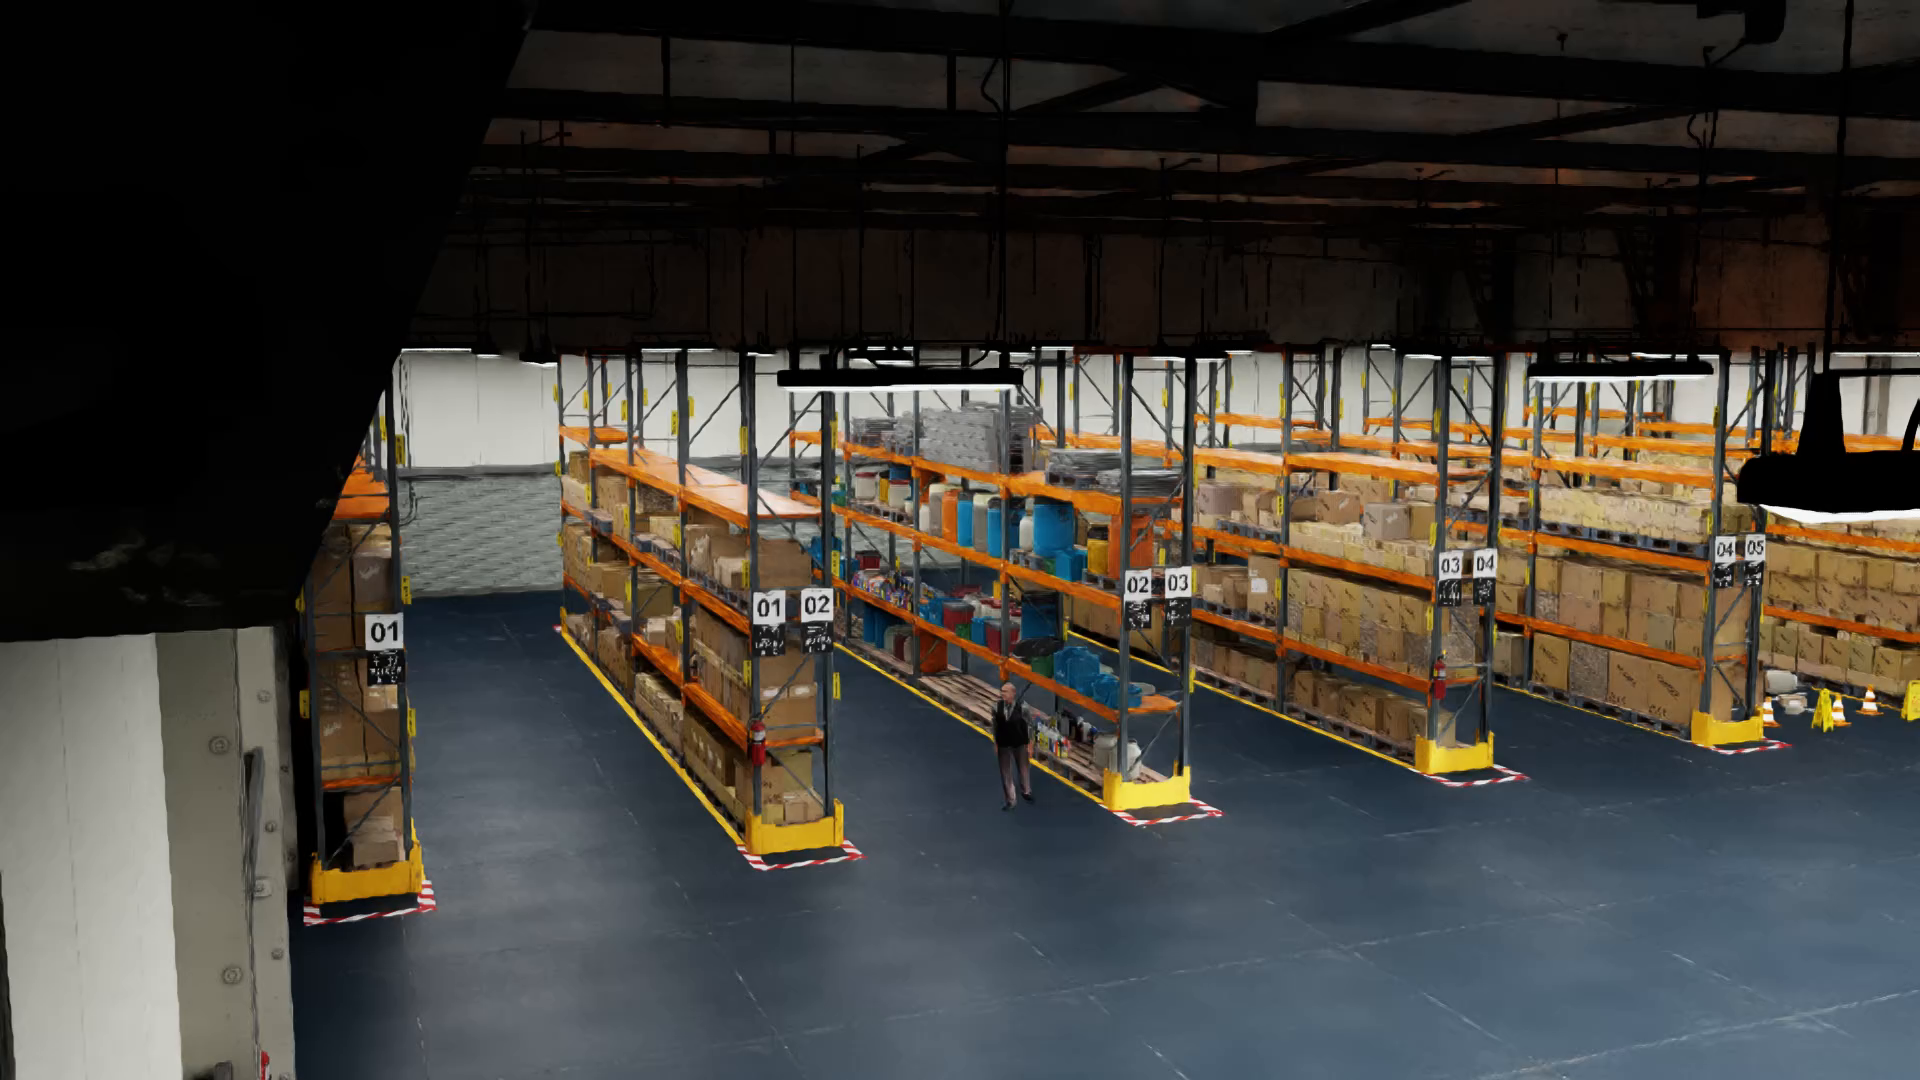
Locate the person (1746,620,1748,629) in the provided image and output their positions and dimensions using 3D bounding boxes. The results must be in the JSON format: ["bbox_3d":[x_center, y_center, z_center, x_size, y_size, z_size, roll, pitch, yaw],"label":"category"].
[{"bbox_3d":[15.801,1.204,33.858,0.468,1.661,0.497,1,7,9],"label":"person"}]

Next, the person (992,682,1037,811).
[{"bbox_3d":[0.718,2.700,22.008,0.582,1.710,0.541,2,8,15],"label":"person"}]

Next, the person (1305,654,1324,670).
[{"bbox_3d":[6.619,1.604,30.638,0.719,1.714,0.578,-3,8,-23],"label":"person"}]
